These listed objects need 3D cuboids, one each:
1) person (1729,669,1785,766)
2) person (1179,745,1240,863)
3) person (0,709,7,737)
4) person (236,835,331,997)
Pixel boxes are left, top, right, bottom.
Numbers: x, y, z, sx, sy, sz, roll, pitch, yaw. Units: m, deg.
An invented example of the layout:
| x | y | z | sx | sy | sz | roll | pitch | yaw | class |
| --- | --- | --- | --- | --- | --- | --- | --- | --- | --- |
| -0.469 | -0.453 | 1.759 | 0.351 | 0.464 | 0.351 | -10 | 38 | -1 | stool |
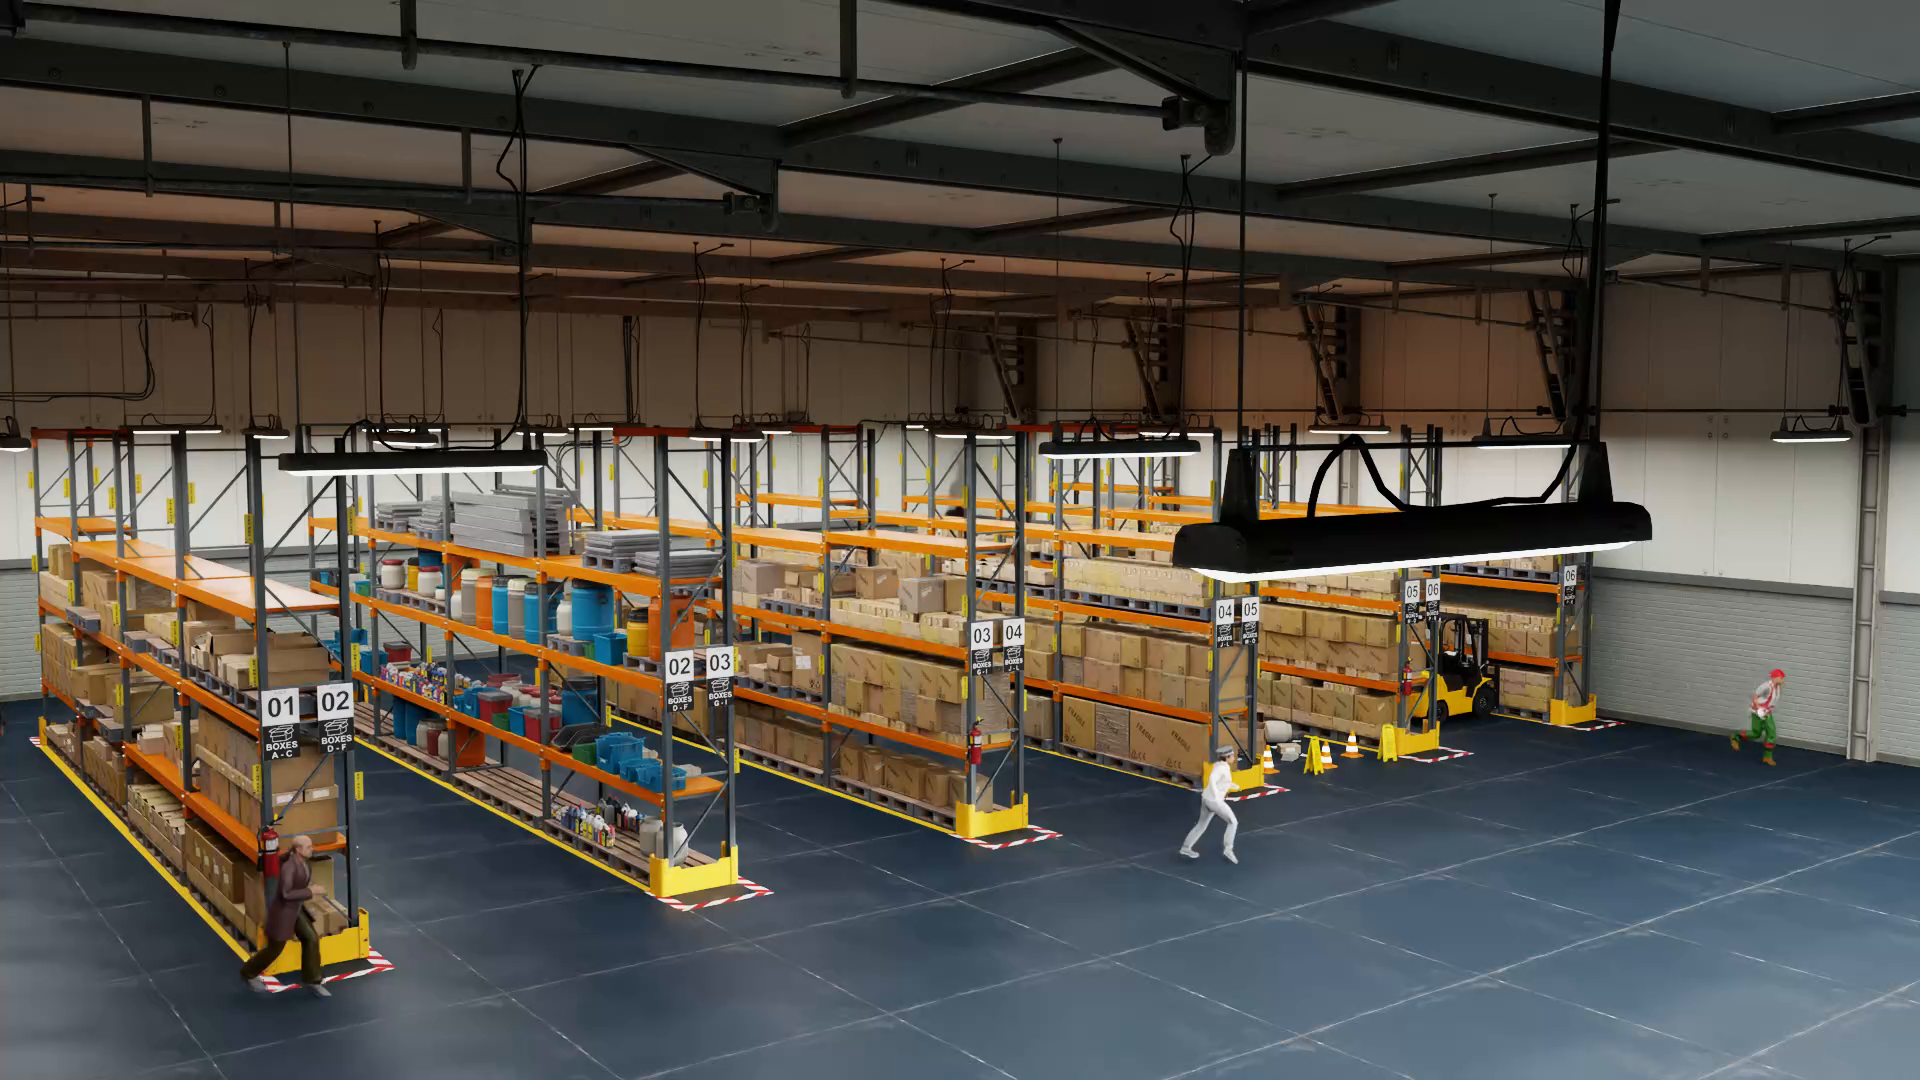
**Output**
| x | y | z | sx | sy | sz | roll | pitch | yaw | class |
| --- | --- | --- | --- | --- | --- | --- | --- | --- | --- |
| 14.368 | 3.146 | 29.948 | 0.669 | 1.731 | 0.990 | -4 | 6 | -41 | person |
| 3.515 | 3.702 | 23.248 | 0.870 | 1.675 | 0.632 | 0 | 4 | -5 | person |
| -16.248 | 3.387 | 27.662 | 0.864 | 1.548 | 0.684 | 3 | 6 | 37 | person |
| -7.292 | 4.072 | 17.913 | 1.045 | 1.814 | 0.739 | 0 | 4 | -1 | person |
